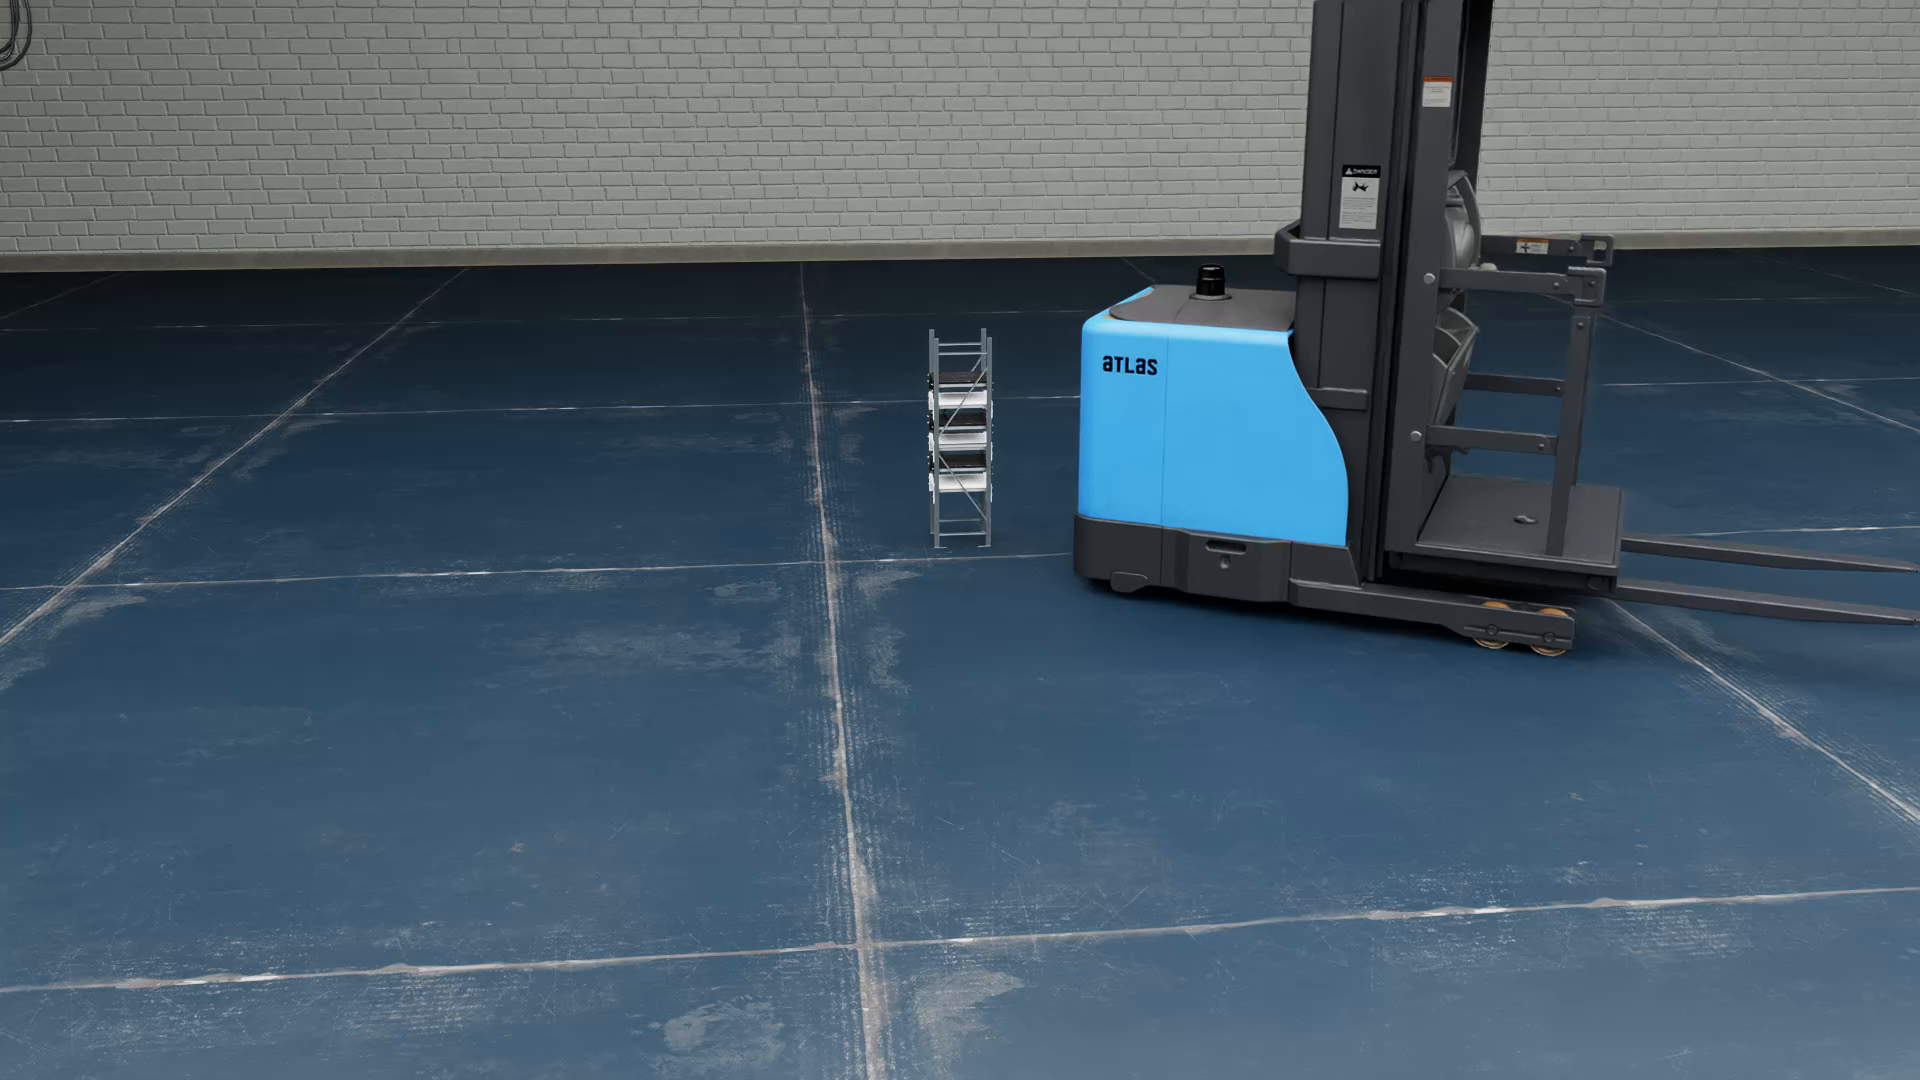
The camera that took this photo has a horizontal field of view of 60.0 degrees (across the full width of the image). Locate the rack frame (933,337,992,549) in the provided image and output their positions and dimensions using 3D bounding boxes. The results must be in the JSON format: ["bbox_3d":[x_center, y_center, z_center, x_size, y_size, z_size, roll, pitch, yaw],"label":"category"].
[{"bbox_3d":[0.011,-0.397,6.938,0.240,0.900,0.006,-2,18,-6],"label":"rack frame"}]

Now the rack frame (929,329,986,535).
[{"bbox_3d":[-0.010,-0.457,7.131,0.240,0.900,0.006,-2,18,-6],"label":"rack frame"}]

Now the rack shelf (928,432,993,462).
[{"bbox_3d":[0.001,-0.395,7.045,0.258,0.077,0.200,-2,18,-6],"label":"rack shelf"}]

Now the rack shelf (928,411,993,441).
[{"bbox_3d":[0.001,-0.481,7.018,0.258,0.077,0.200,-2,18,-6],"label":"rack shelf"}]

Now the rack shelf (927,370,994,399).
[{"bbox_3d":[0.001,-0.653,6.964,0.258,0.077,0.200,-2,18,-6],"label":"rack shelf"}]

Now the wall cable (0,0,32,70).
[{"bbox_3d":[-9.425,-5.139,13.706,3.097,2.526,0.112,-2,18,-6],"label":"wall cable"}]

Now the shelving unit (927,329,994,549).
[{"bbox_3d":[0.001,-0.427,7.035,0.258,0.900,0.210,-2,18,-6],"label":"shelving unit"}]

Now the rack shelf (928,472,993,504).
[{"bbox_3d":[0.001,-0.223,7.098,0.258,0.077,0.200,-2,18,-6],"label":"rack shelf"}]

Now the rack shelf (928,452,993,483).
[{"bbox_3d":[0.001,-0.309,7.072,0.258,0.077,0.200,-2,18,-6],"label":"rack shelf"}]

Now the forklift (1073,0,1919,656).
[{"bbox_3d":[2.014,-1.168,6.005,3.031,2.935,1.130,7,19,21],"label":"forklift"}]

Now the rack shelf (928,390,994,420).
[{"bbox_3d":[0.001,-0.567,6.991,0.258,0.077,0.200,-2,18,-6],"label":"rack shelf"}]
